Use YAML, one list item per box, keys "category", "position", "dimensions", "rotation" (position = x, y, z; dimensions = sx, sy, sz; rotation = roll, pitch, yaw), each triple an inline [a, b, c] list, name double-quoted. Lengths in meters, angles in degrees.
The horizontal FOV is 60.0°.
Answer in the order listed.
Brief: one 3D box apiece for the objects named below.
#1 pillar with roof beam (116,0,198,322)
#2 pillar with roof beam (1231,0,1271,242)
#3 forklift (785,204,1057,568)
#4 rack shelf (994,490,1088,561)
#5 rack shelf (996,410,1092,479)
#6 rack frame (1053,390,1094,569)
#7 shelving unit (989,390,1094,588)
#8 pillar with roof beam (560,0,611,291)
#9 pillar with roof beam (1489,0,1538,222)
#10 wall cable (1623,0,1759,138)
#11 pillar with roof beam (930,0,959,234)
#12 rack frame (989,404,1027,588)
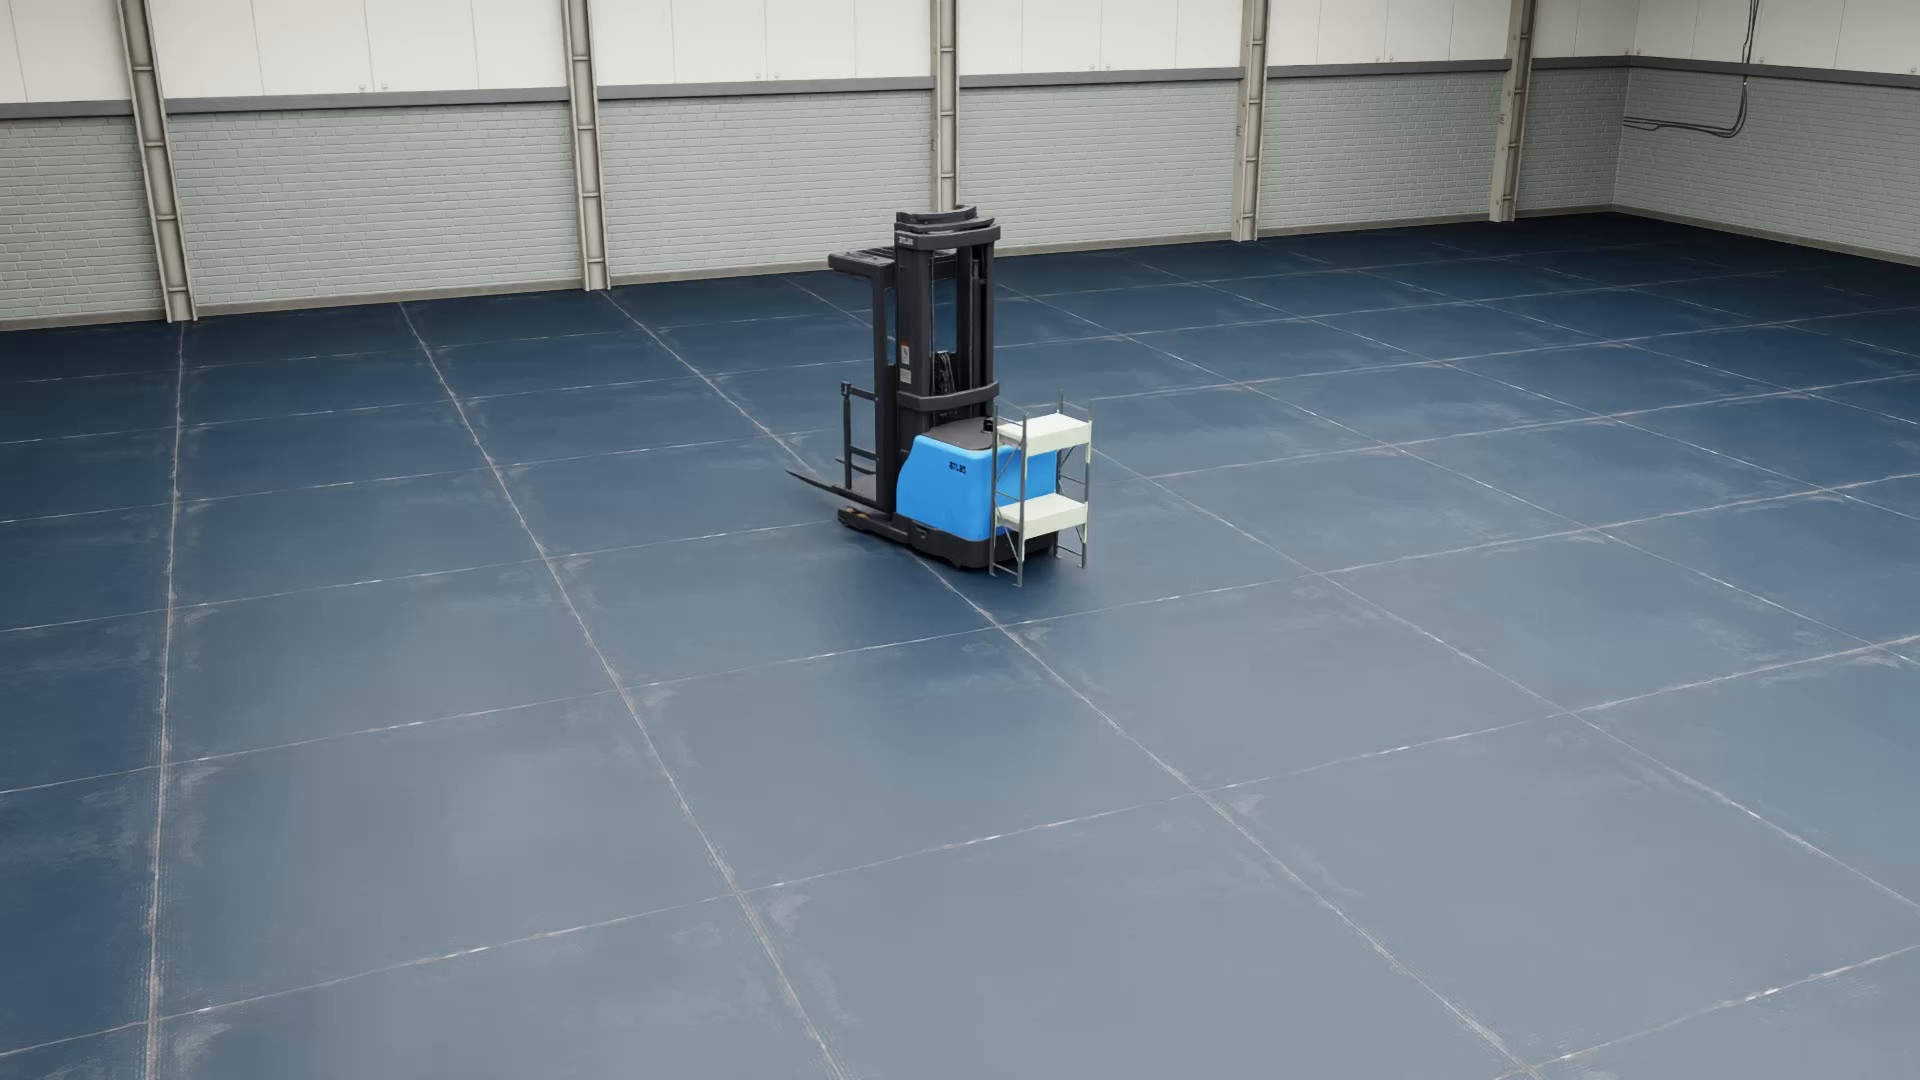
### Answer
- category: "pillar with roof beam"
  position: [-9.565, -6.130, 18.883]
  dimensions: [0.400, 9.000, 9.100]
  rotation: [-8, 21, -22]
- category: "pillar with roof beam"
  position: [6.963, -8.498, 25.608]
  dimensions: [0.400, 9.000, 9.100]
  rotation: [-8, 21, -22]
- category: "forklift"
  position: [-0.476, -1.558, 15.033]
  dimensions: [1.130, 2.935, 3.031]
  rotation: [-16, 25, -38]
- category: "rack shelf"
  position: [0.673, -0.130, 14.096]
  dimensions: [0.720, 0.370, 0.431]
  rotation: [-15, 26, -37]
- category: "rack shelf"
  position: [0.685, -0.800, 13.844]
  dimensions: [0.720, 0.370, 0.431]
  rotation: [-15, 26, -37]
- category: "rack frame"
  position: [0.962, -0.512, 14.199]
  dimensions: [0.023, 1.500, 0.400]
  rotation: [-15, 26, -37]
- category: "shelving unit"
  position: [0.679, -0.435, 13.981]
  dimensions: [0.755, 1.500, 0.431]
  rotation: [-15, 26, -37]
- category: "pillar with roof beam"
  position: [-4.056, -6.920, 21.125]
  dimensions: [0.400, 9.000, 9.100]
  rotation: [-8, 21, -22]
- category: "pillar with roof beam"
  position: [12.472, -9.288, 27.850]
  dimensions: [0.400, 9.000, 9.100]
  rotation: [-8, 21, -22]
- category: "wall cable"
  position: [13.995, -9.120, 32.050]
  dimensions: [0.112, 2.526, 3.097]
  rotation: [-8, 21, -22]
- category: "pillar with roof beam"
  position: [1.453, -7.709, 23.367]
  dimensions: [0.400, 9.000, 9.100]
  rotation: [-8, 21, -22]
- category: "rack frame"
  position: [0.395, -0.358, 13.763]
  dimensions: [0.023, 1.500, 0.400]
  rotation: [-15, 26, -37]
